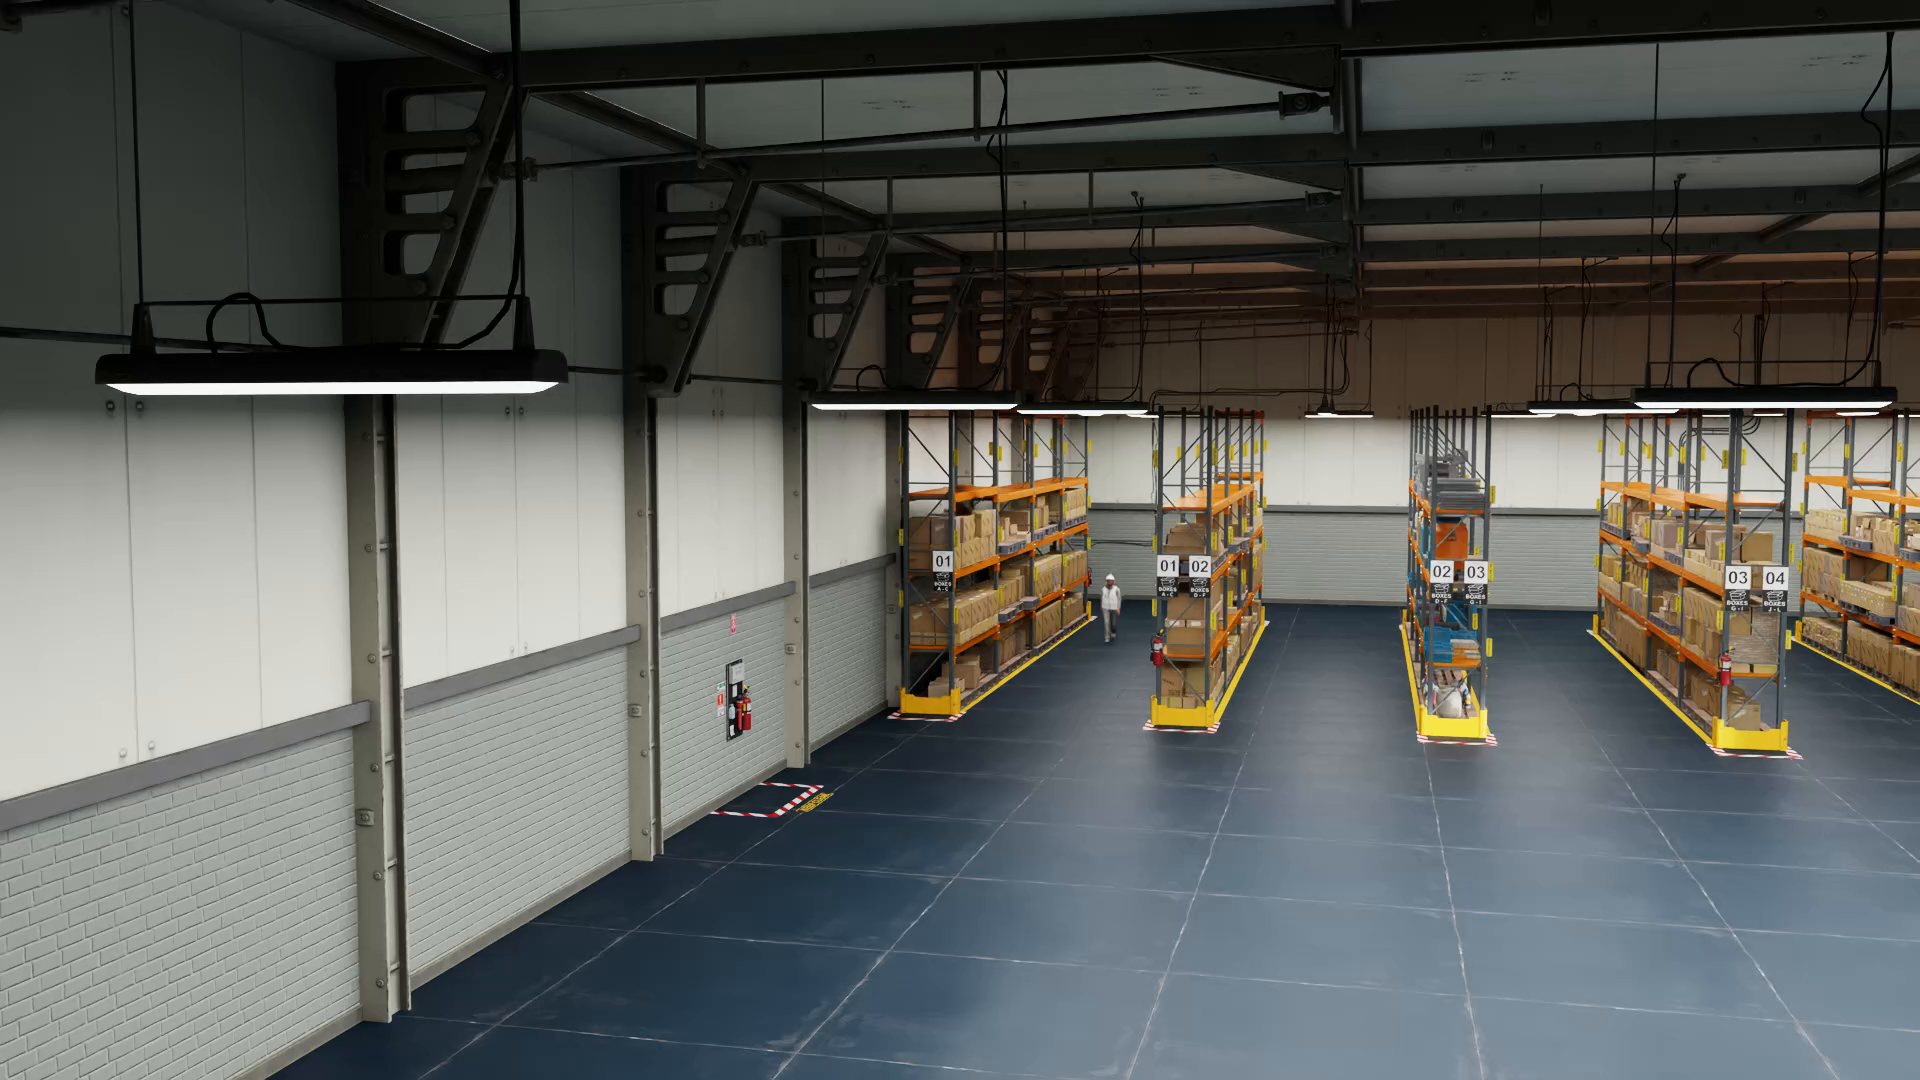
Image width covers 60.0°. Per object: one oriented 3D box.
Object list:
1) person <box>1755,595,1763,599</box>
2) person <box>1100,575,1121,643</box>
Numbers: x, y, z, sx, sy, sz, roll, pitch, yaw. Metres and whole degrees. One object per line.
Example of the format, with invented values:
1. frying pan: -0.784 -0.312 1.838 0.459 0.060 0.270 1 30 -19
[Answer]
1. person: 22.005 1.577 45.824 0.535 1.667 1.022 2 5 27
2. person: 3.898 1.771 43.053 0.553 1.737 0.956 0 4 3
